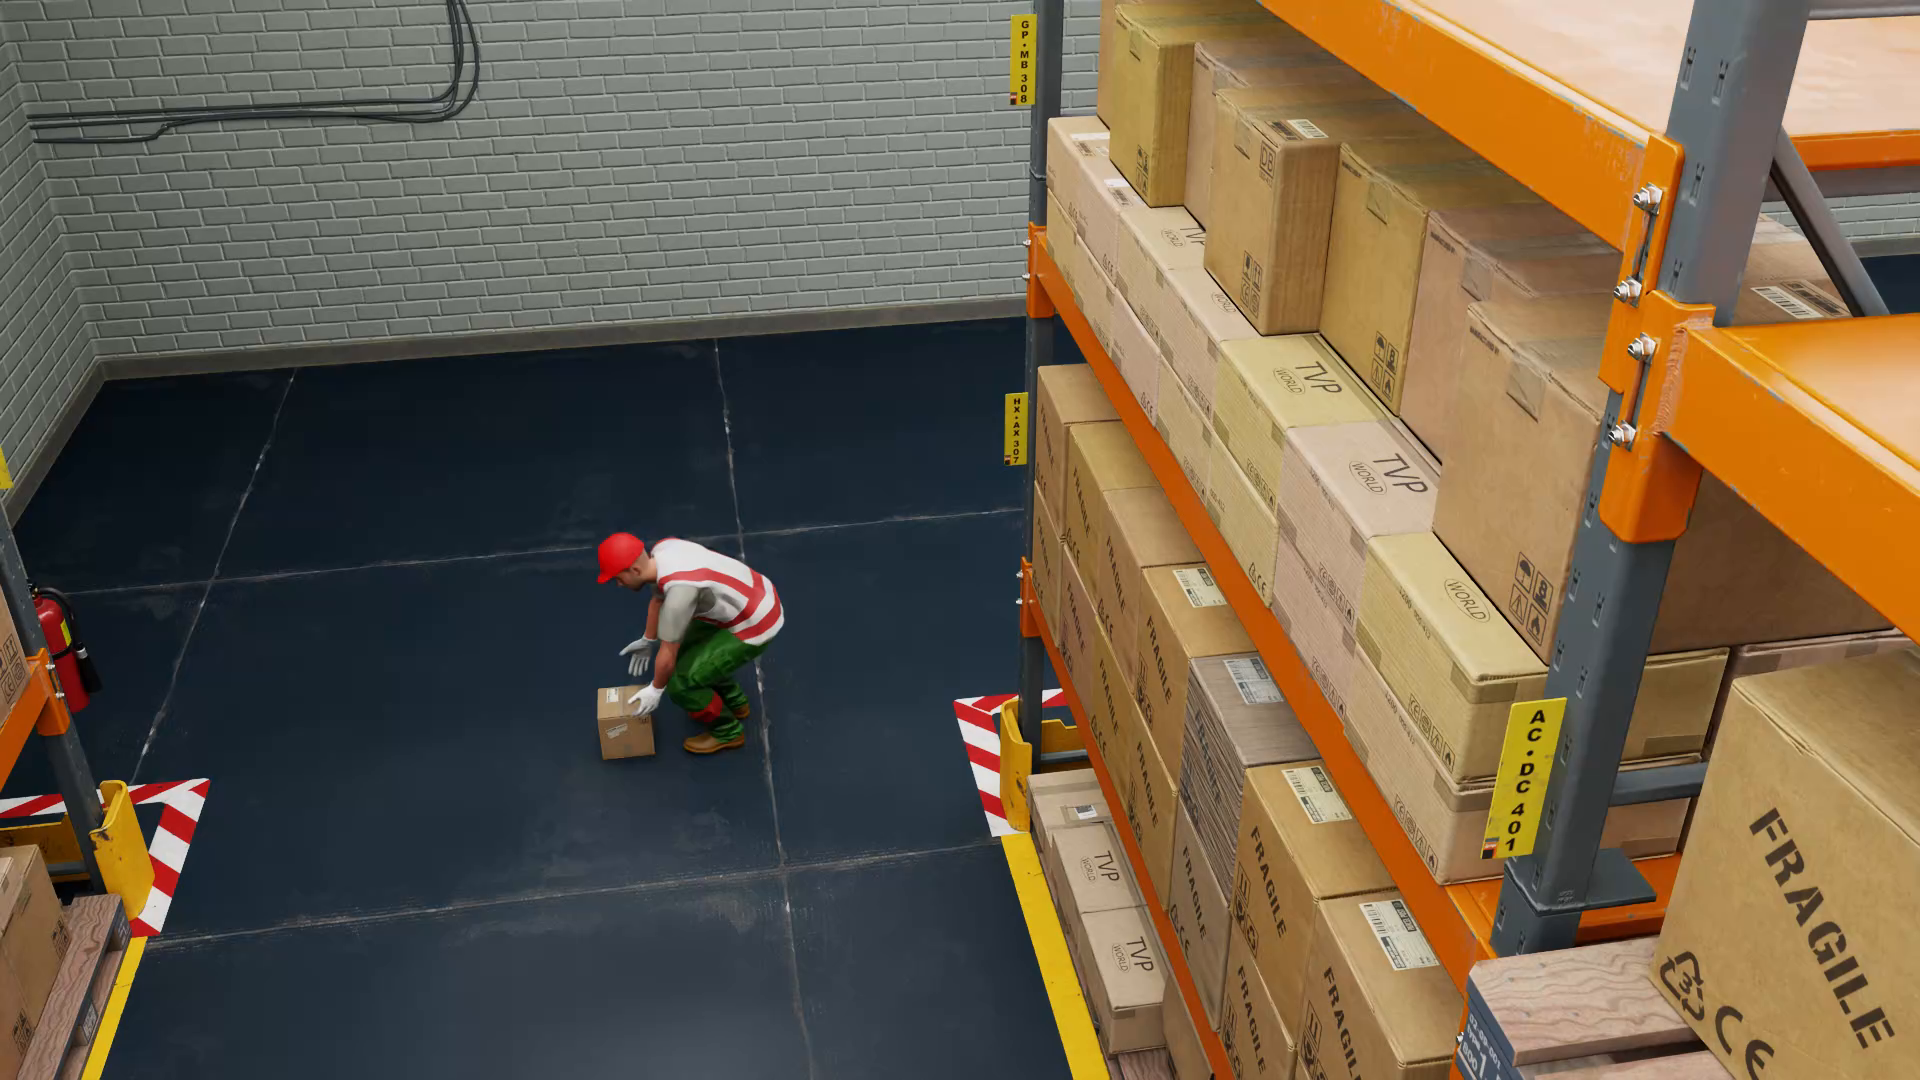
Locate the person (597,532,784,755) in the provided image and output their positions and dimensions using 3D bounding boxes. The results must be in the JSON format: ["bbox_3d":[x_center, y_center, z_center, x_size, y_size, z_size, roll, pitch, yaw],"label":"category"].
[{"bbox_3d":[-1.255,0.461,7.912,0.845,1.201,0.585,-5,31,-9],"label":"person"}]
